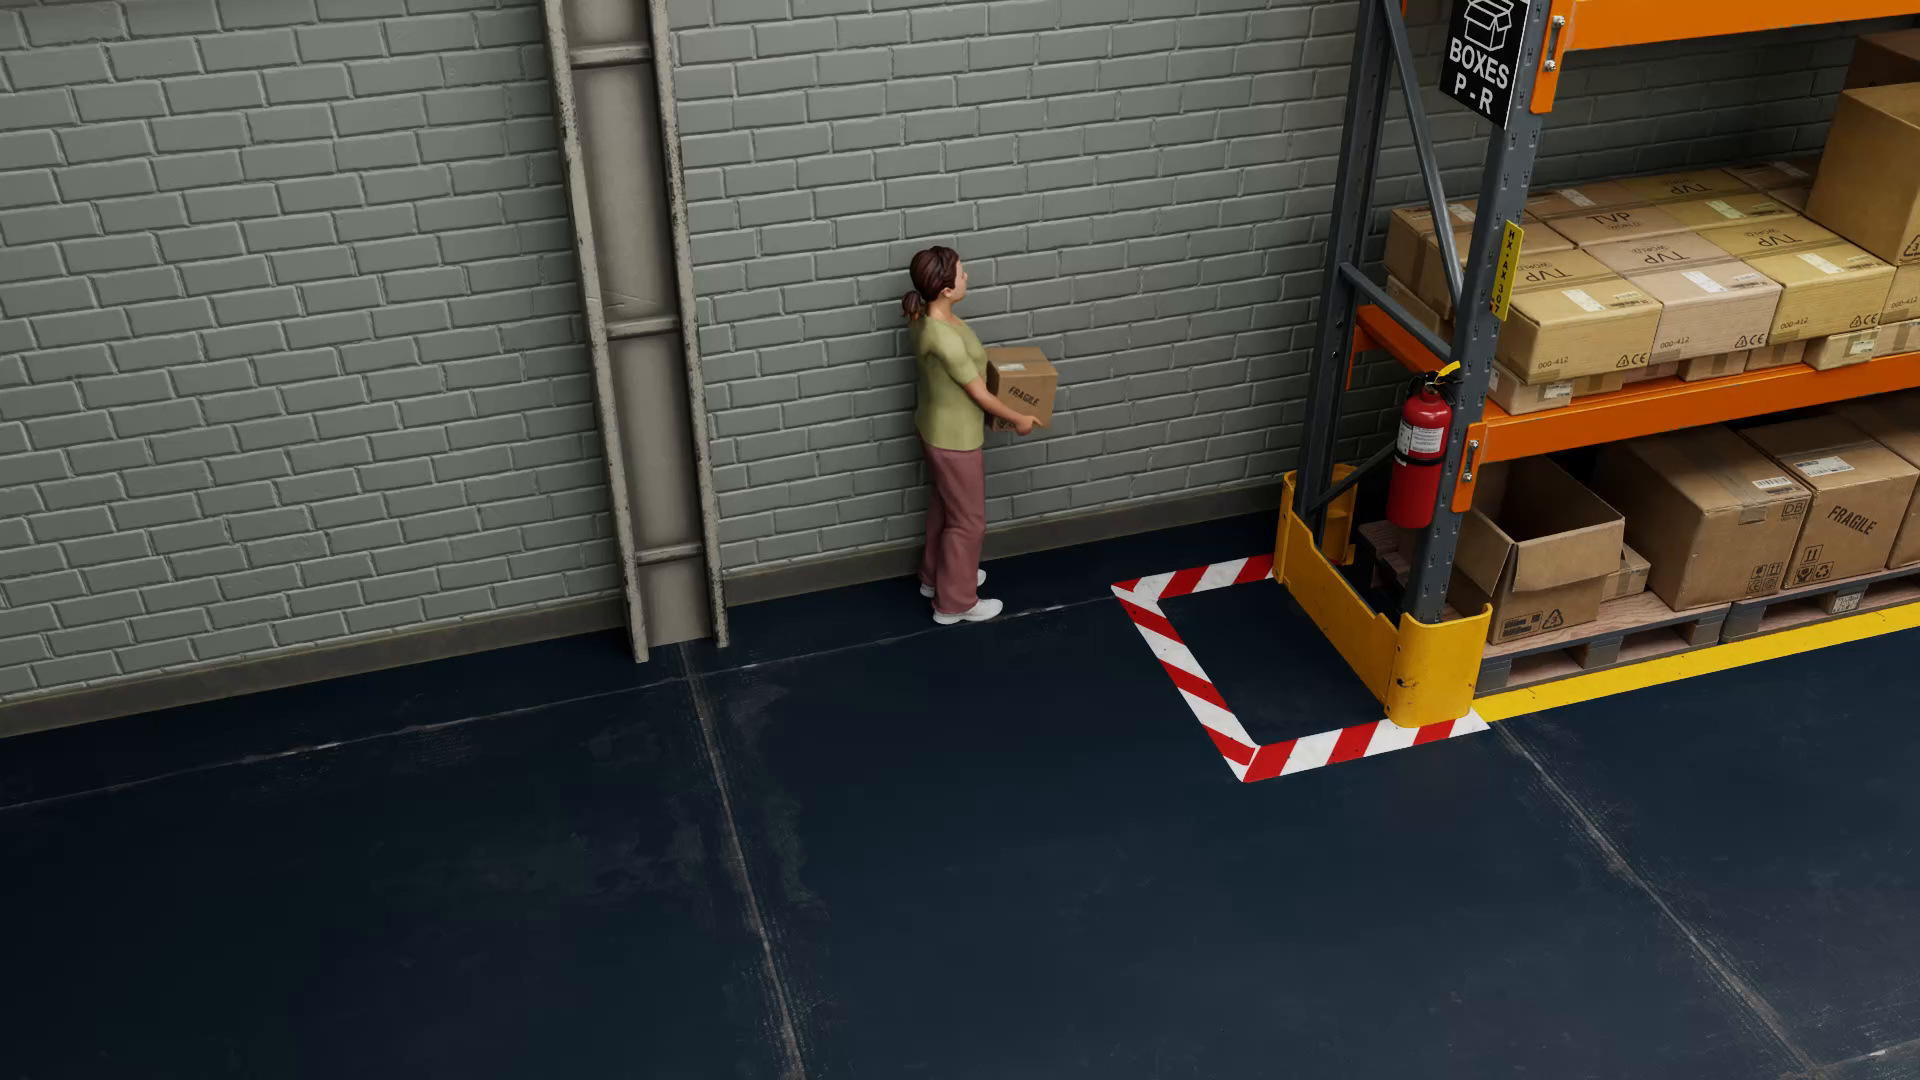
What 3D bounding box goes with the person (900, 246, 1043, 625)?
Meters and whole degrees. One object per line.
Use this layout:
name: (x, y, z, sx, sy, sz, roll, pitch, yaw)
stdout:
person: (0.040, -0.327, 6.866, 0.528, 1.410, 0.426, -10, 35, -14)
